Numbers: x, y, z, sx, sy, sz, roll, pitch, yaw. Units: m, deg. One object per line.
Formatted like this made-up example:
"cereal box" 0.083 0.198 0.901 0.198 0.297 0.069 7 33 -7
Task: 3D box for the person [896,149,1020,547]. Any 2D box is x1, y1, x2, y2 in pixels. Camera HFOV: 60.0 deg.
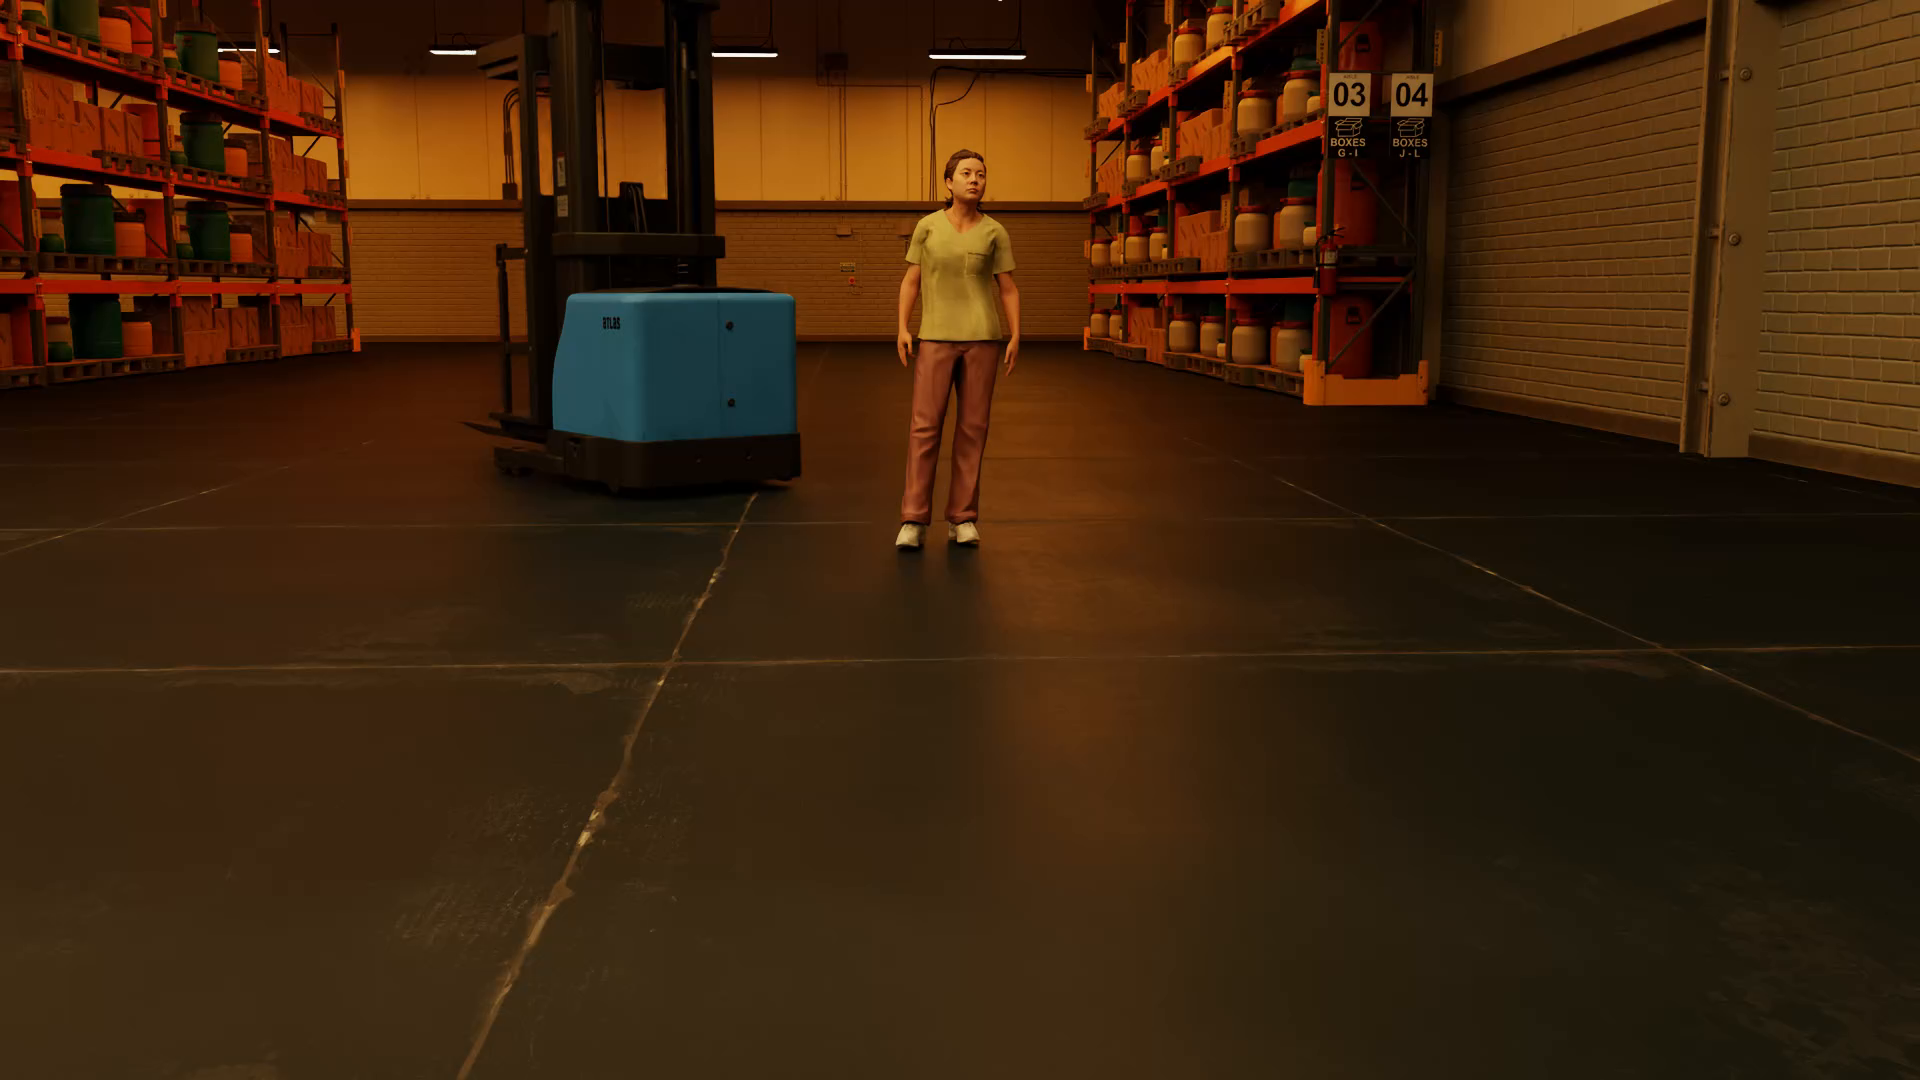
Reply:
"person" -0.007 -0.825 7.112 0.553 1.673 0.548 -1 8 -4

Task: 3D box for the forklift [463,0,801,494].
"forklift" -2.155 -1.865 9.893 1.130 2.935 3.031 -6 10 -36
